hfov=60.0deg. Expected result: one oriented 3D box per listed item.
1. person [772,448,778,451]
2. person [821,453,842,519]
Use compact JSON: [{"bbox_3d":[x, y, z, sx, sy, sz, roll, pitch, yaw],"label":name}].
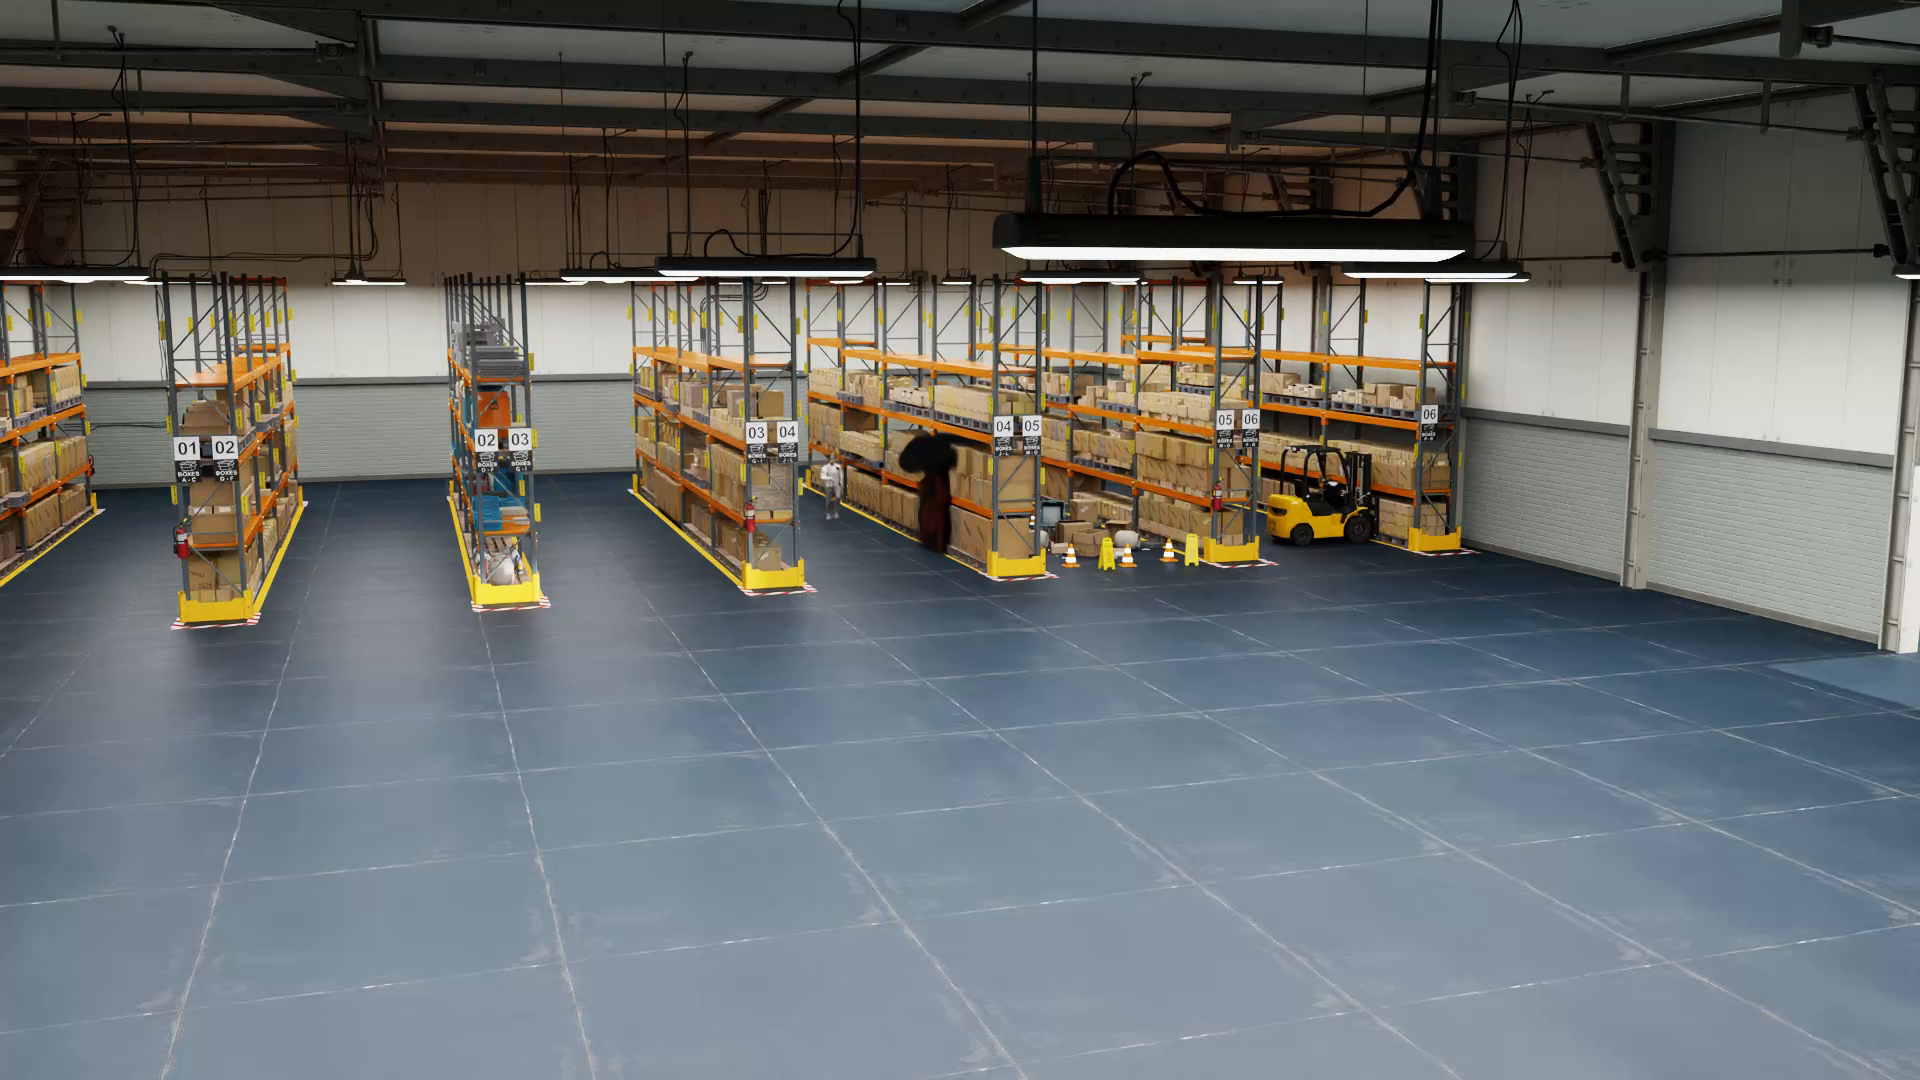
[{"bbox_3d":[-5.267,-2.240,47.043,0.680,1.820,0.725,-2,9,-15],"label":"person"},{"bbox_3d":[-3.111,-1.296,40.418,0.570,1.652,0.835,-2,9,-12],"label":"person"}]
